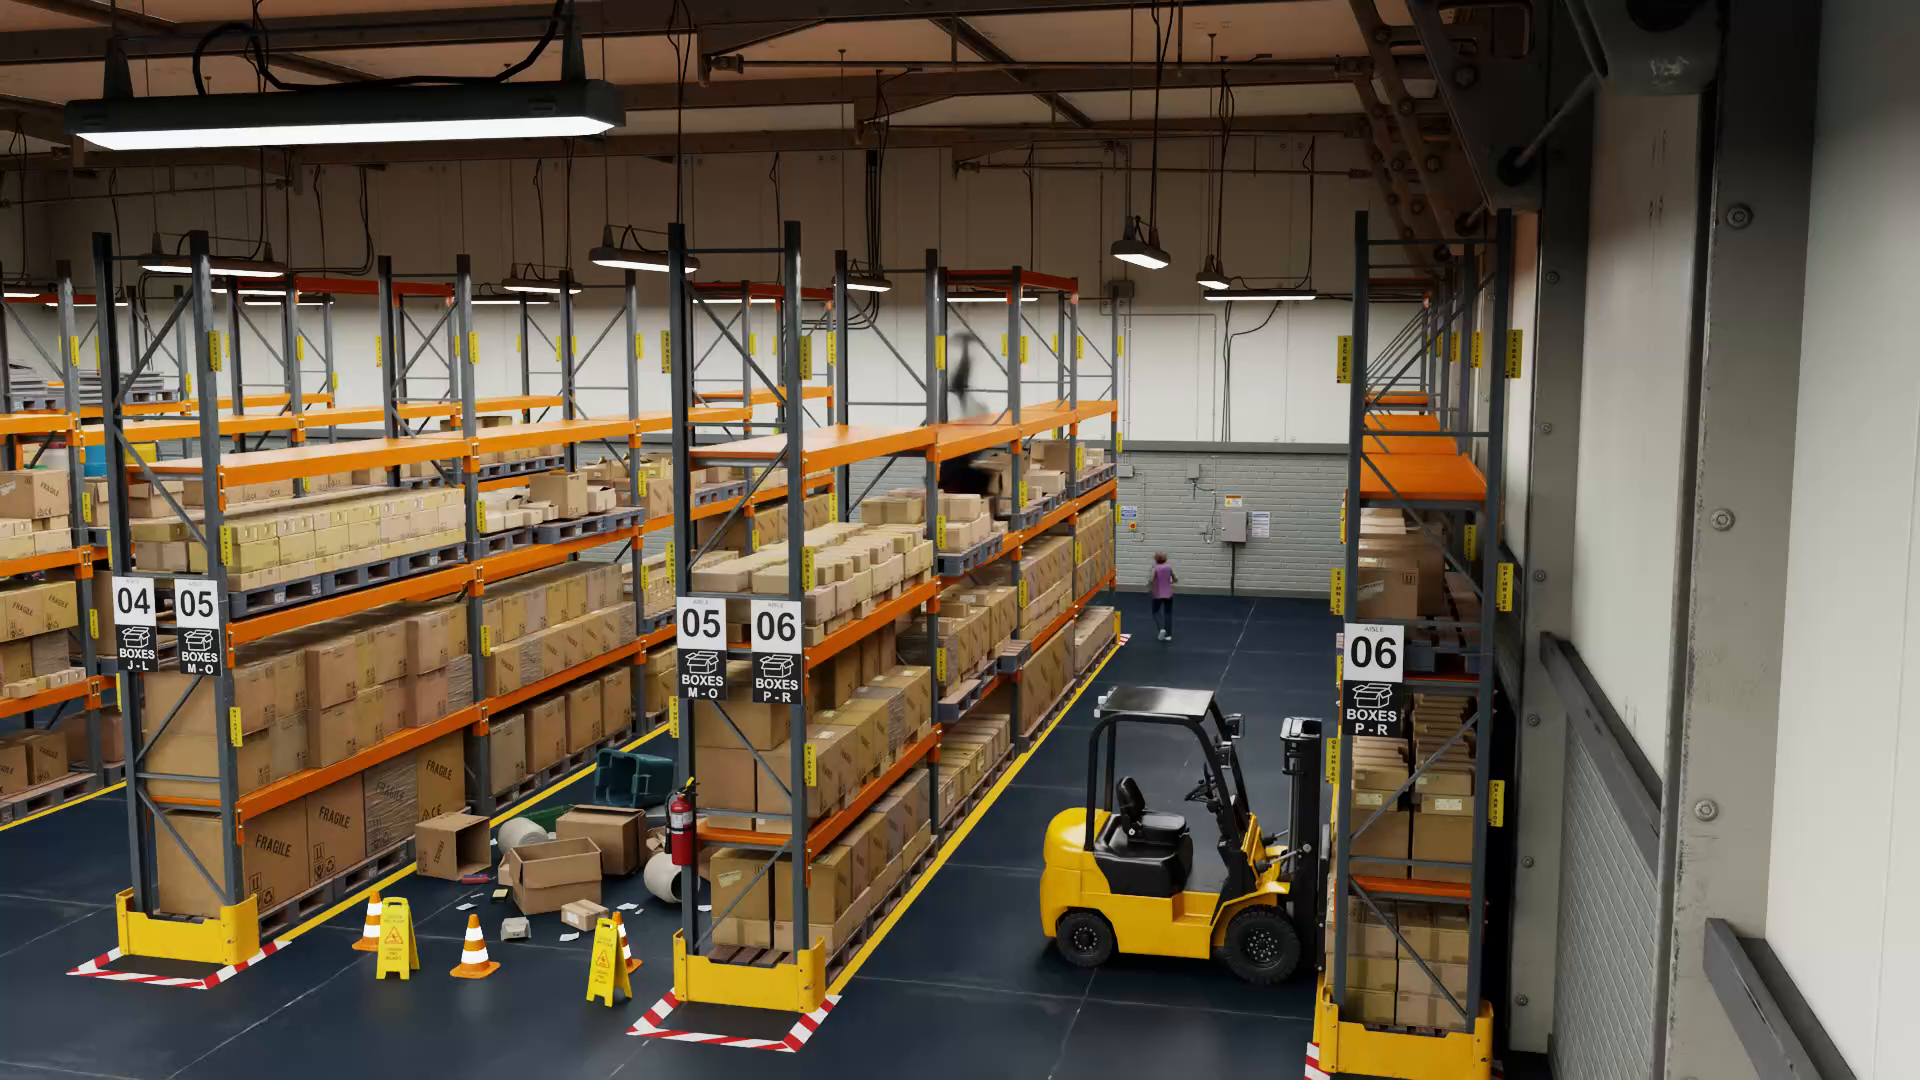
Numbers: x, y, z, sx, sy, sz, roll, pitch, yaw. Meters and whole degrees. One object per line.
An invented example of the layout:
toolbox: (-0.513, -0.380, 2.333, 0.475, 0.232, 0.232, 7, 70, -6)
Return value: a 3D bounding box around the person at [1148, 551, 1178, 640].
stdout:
person: (3.432, 0.949, 28.398, 0.563, 1.548, 0.497, -1, 7, -9)
